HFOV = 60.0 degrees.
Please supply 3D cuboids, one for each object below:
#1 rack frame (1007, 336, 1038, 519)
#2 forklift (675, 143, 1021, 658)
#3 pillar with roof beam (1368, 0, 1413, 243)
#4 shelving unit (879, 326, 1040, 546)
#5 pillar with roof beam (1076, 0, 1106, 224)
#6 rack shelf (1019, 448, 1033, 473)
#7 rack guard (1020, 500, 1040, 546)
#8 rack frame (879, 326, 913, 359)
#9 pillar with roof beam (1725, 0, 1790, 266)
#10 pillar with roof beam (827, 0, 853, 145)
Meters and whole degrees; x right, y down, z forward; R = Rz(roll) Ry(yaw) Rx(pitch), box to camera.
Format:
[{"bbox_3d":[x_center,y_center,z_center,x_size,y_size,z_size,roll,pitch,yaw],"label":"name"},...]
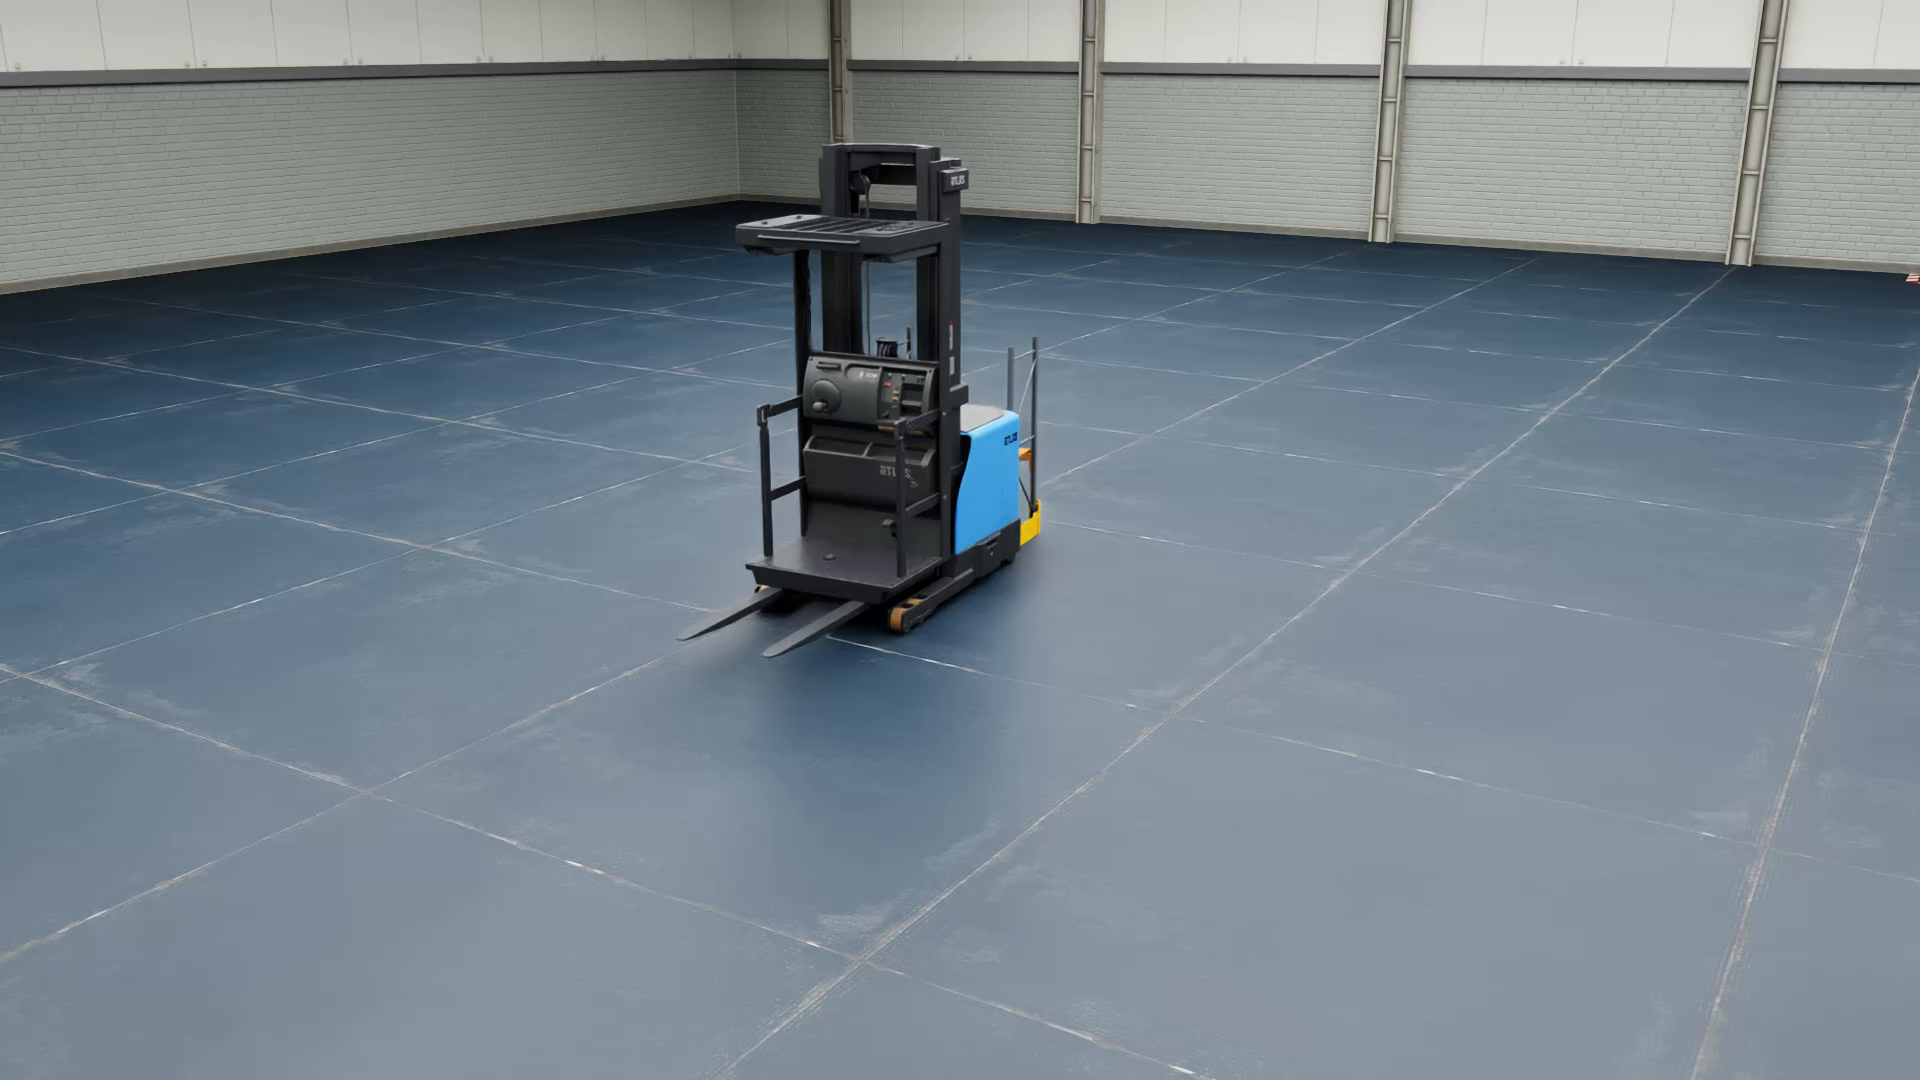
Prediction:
[{"bbox_3d":[0.453,-0.703,12.115,0.032,1.500,0.500,8,18,24],"label":"rack frame"},{"bbox_3d":[-0.685,-0.961,10.504,1.130,2.935,3.031,8,19,26],"label":"forklift"},{"bbox_3d":[5.422,-8.679,25.472,0.400,9.000,9.100,10,20,30],"label":"pillar with roof beam"},{"bbox_3d":[-0.001,-0.764,12.314,1.083,1.500,0.587,8,18,24],"label":"shelving unit"},{"bbox_3d":[0.309,-9.592,28.477,0.400,9.000,9.100,10,20,30],"label":"pillar with roof beam"},{"bbox_3d":[-0.009,-0.593,12.370,1.000,0.185,0.538,8,18,24],"label":"rack shelf"},{"bbox_3d":[0.452,-0.105,12.297,0.087,0.250,0.587,8,18,24],"label":"rack guard"},{"bbox_3d":[-0.471,-0.826,12.521,0.032,1.500,0.500,8,18,24],"label":"rack frame"},{"bbox_3d":[10.534,-7.767,22.468,0.400,9.000,9.100,10,20,30],"label":"pillar with roof beam"},{"bbox_3d":[-4.804,-10.505,31.481,0.400,9.000,9.100,10,20,30],"label":"pillar with roof beam"}]
